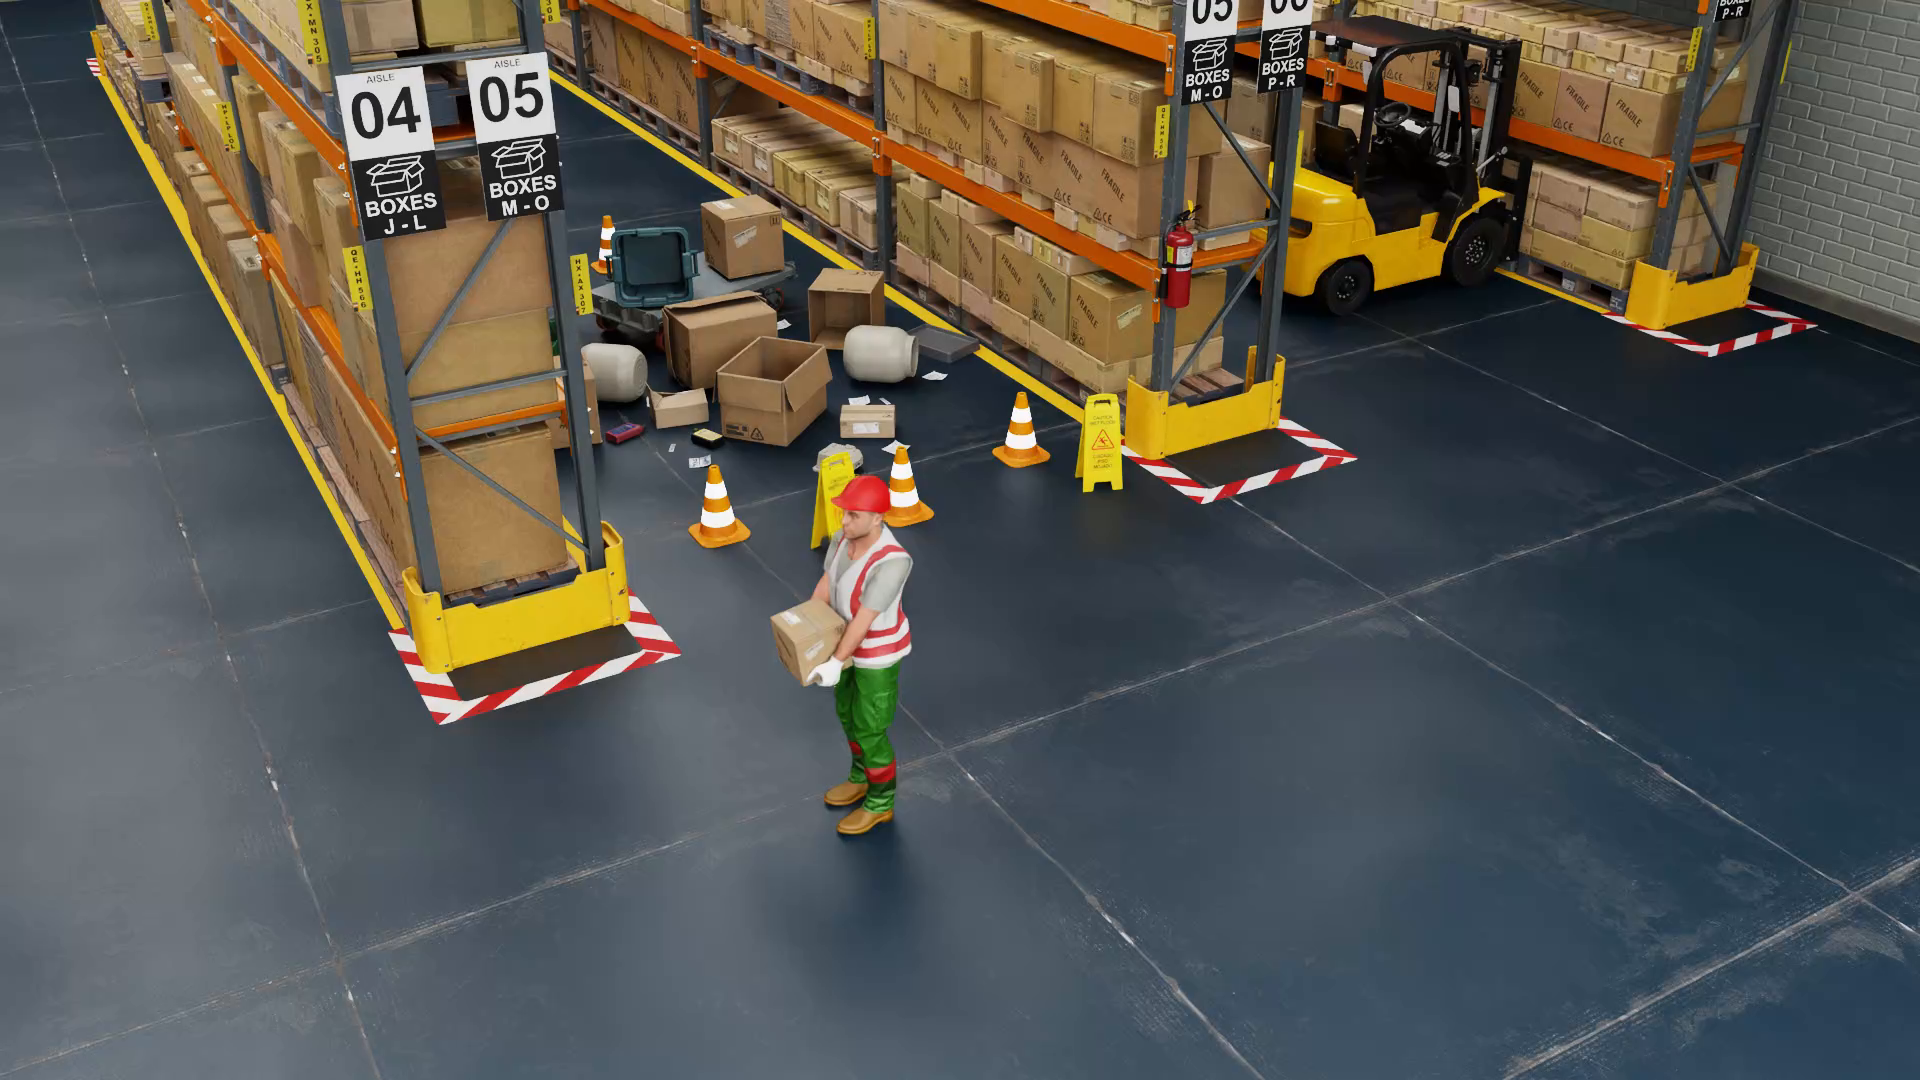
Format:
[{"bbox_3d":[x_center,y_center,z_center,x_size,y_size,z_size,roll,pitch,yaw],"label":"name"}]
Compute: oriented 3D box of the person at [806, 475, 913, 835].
[{"bbox_3d":[-0.504,0.536,7.564,0.553,1.787,0.495,-16,33,-27],"label":"person"}]
